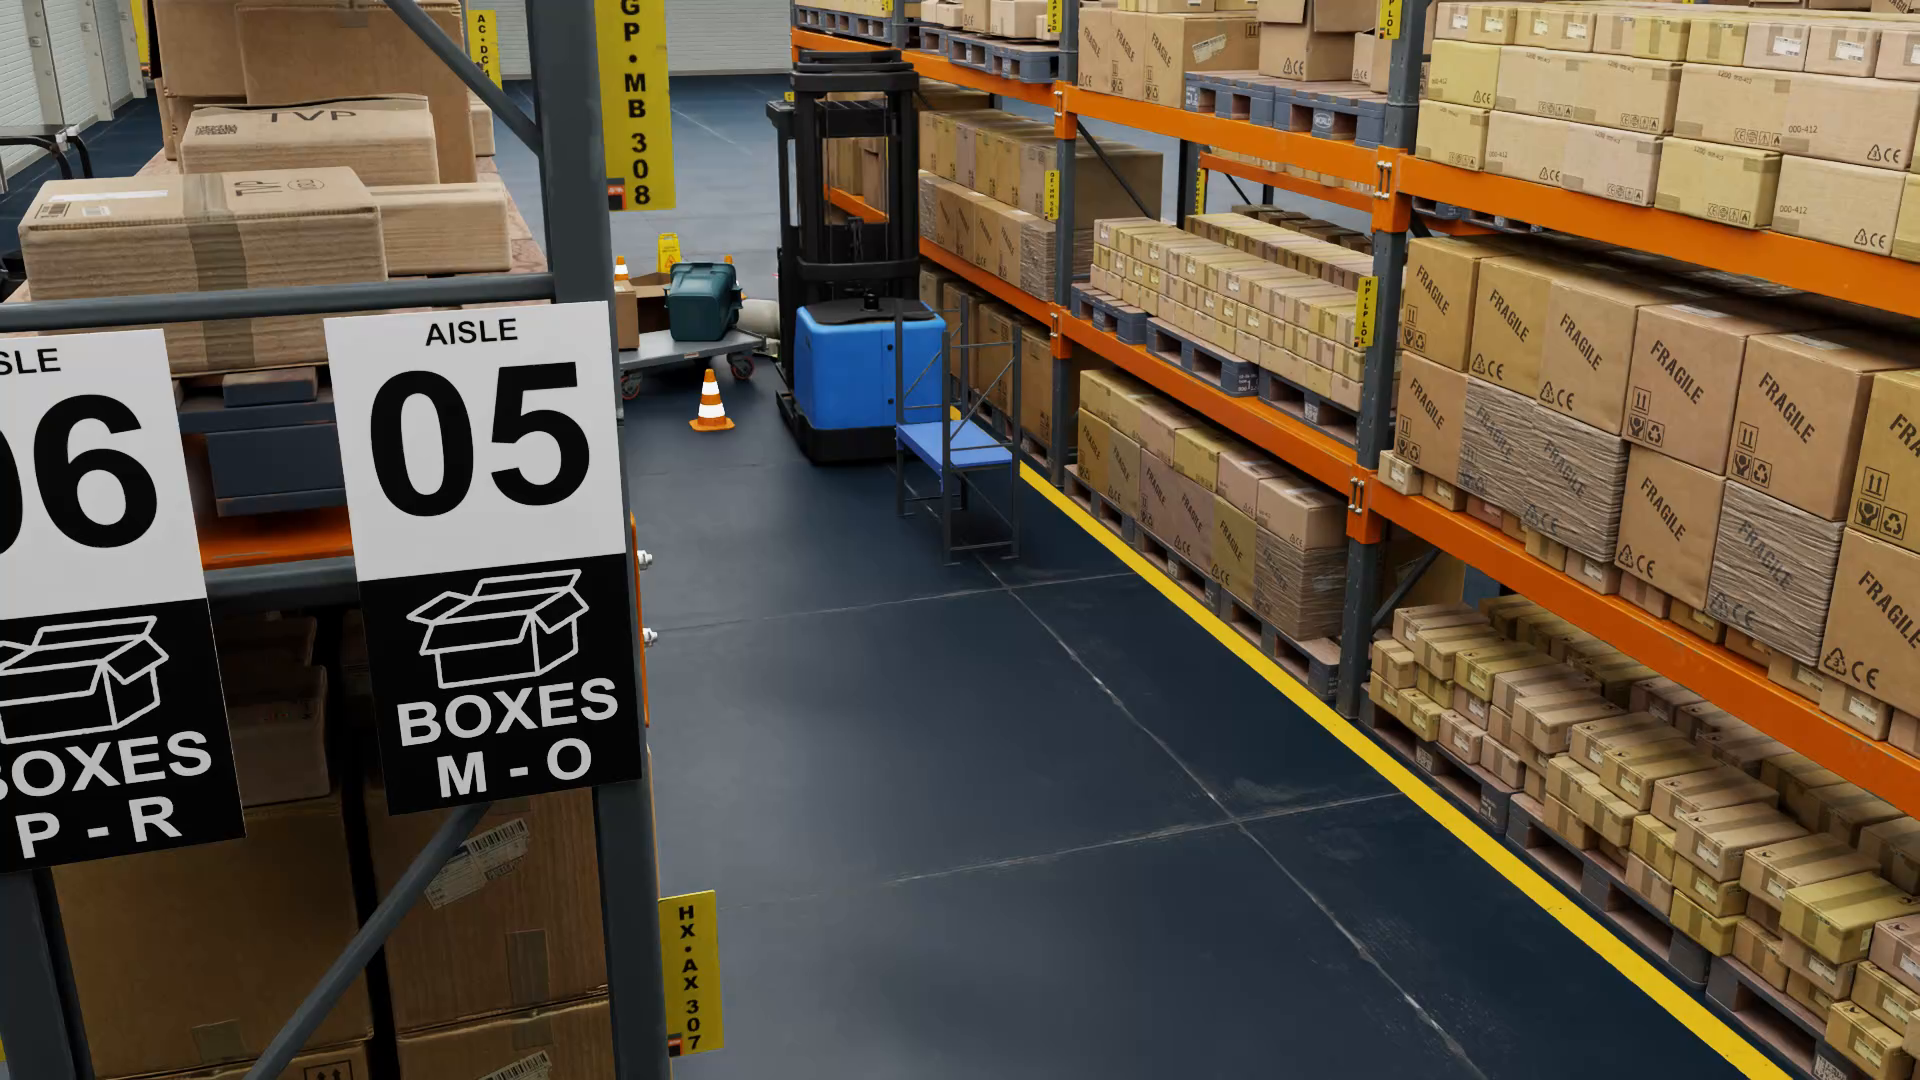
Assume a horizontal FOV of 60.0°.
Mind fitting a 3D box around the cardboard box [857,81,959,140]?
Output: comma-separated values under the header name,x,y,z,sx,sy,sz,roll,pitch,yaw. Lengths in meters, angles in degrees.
name,x,y,z,sx,sy,sz,roll,pitch,yaw
cardboard box,-0.514,-4.191,16.329,0.875,0.550,0.550,-6,21,-17

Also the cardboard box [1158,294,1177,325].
name,x,y,z,sx,sy,sz,roll,pitch,yaw
cardboard box,1.440,-1.425,10.196,0.380,0.149,0.250,-6,21,-15

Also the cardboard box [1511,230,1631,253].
name,x,y,z,sx,sy,sz,roll,pitch,yaw
cardboard box,2.811,-1.107,7.493,0.500,0.500,0.500,-7,21,-19

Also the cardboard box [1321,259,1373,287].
name,x,y,z,sx,sy,sz,roll,pitch,yaw
cardboard box,2.312,-1.521,9.583,0.380,0.149,0.250,-6,21,-15

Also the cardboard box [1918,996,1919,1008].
name,x,y,z,sx,sy,sz,roll,pitch,yaw
cardboard box,3.257,1.434,5.204,0.380,0.149,0.250,-6,21,-17

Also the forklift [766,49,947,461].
name,x,y,z,sx,sy,sz,roll,pitch,yaw
forklift,-0.922,-2.427,13.338,1.130,2.935,3.031,-5,20,-13

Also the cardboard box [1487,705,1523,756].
name,x,y,z,sx,sy,sz,roll,pitch,yaw
cardboard box,2.574,0.816,7.363,0.380,0.149,0.250,-7,21,-20

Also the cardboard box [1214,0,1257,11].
name,x,y,z,sx,sy,sz,roll,pitch,yaw
cardboard box,1.698,-3.409,10.251,0.396,0.266,0.258,-6,21,-17

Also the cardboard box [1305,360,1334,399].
name,x,y,z,sx,sy,sz,roll,pitch,yaw
cardboard box,2.011,-0.840,8.569,0.380,0.149,0.250,-6,21,-17

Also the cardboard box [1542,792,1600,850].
name,x,y,z,sx,sy,sz,roll,pitch,yaw
cardboard box,2.662,1.136,6.912,0.380,0.149,0.250,-7,21,-19

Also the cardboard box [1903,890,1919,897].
name,x,y,z,sx,sy,sz,roll,pitch,yaw
cardboard box,3.572,1.264,6.115,0.380,0.149,0.250,-6,21,-16

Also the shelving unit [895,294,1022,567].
name,x,y,z,sx,sy,sz,roll,pitch,yaw
shelving unit,-0.027,-0.733,10.739,0.538,1.500,1.048,-6,21,-17

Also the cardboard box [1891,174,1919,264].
name,x,y,z,sx,sy,sz,roll,pitch,yaw
cardboard box,3.102,-0.909,4.796,0.500,0.250,0.500,-6,21,-17

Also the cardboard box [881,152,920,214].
name,x,y,z,sx,sy,sz,roll,pitch,yaw
cardboard box,-0.235,-3.326,15.517,0.875,0.550,0.550,-6,21,-17

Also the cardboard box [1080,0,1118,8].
name,x,y,z,sx,sy,sz,roll,pitch,yaw
cardboard box,1.131,-3.725,11.775,0.500,0.311,0.500,-6,21,-17

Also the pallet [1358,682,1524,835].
name,x,y,z,sx,sy,sz,roll,pitch,yaw
pallet,2.651,0.953,7.951,1.003,0.211,1.213,-6,21,-17

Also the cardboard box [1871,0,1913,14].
name,x,y,z,sx,sy,sz,roll,pitch,yaw
cardboard box,6.504,-3.550,11.156,0.500,0.500,0.500,-5,20,-14

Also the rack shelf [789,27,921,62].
name,x,y,z,sx,sy,sz,roll,pitch,yaw
rack shelf,-0.737,-4.853,16.618,1.077,0.370,4.000,-6,21,-17

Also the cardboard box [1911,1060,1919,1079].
name,x,y,z,sx,sy,sz,roll,pitch,yaw
cardboard box,3.300,1.710,5.315,0.380,0.149,0.250,-6,21,-16

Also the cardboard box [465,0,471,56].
name,x,y,z,sx,sy,sz,roll,pitch,yaw
cardboard box,-2.263,-1.983,6.793,0.500,0.500,0.500,-7,21,-18

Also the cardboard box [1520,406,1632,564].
name,x,y,z,sx,sy,sz,roll,pitch,yaw
cardboard box,2.609,-0.249,6.584,0.500,0.500,0.500,-7,21,-18

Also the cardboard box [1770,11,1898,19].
name,x,y,z,sx,sy,sz,roll,pitch,yaw
cardboard box,3.195,-1.852,6.089,0.380,0.149,0.250,-7,21,-18

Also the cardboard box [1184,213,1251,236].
name,x,y,z,sx,sy,sz,roll,pitch,yaw
cardboard box,1.738,-2.106,11.211,0.380,0.149,0.250,-7,21,-19

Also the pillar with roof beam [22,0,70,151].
name,x,y,z,sx,sy,sz,roll,pitch,yaw
pillar with roof beam,-12.951,-12.073,31.217,9.100,9.000,0.400,-6,21,-17

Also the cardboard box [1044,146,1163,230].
name,x,y,z,sx,sy,sz,roll,pitch,yaw
cardboard box,1.018,-2.517,11.861,0.700,0.500,0.500,-7,21,-17

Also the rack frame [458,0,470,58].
name,x,y,z,sx,sy,sz,roll,pitch,yaw
rack frame,-2.261,-2.836,5.500,1.000,3.000,0.127,-6,21,-17

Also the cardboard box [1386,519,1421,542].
name,x,y,z,sx,sy,sz,roll,pitch,yaw
cardboard box,2.425,-0.210,9.032,0.500,0.250,0.500,-7,21,-20

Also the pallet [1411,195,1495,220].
name,x,y,z,sx,sy,sz,roll,pitch,yaw
pallet,4.734,-3.282,15.900,1.003,0.211,1.213,-6,21,-17

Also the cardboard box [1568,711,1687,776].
name,x,y,z,sx,sy,sz,roll,pitch,yaw
cardboard box,2.745,0.846,6.839,0.380,0.149,0.250,-7,21,-19

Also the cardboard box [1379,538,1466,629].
name,x,y,z,sx,sy,sz,roll,pitch,yaw
cardboard box,2.426,0.142,9.159,0.500,0.500,0.500,-6,20,-15

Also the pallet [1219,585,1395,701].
name,x,y,z,sx,sy,sz,roll,pitch,yaw
pallet,2.160,0.492,9.236,1.003,0.211,1.213,-6,21,-17

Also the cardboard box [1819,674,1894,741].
name,x,y,z,sx,sy,sz,roll,pitch,yaw
cardboard box,3.055,0.514,5.420,0.380,0.149,0.250,-6,21,-16

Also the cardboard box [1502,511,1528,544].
name,x,y,z,sx,sy,sz,roll,pitch,yaw
cardboard box,2.550,-0.084,7.086,0.380,0.149,0.250,-7,21,-20

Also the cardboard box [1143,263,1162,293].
name,x,y,z,sx,sy,sz,roll,pitch,yaw
cardboard box,1.364,-1.645,10.368,0.380,0.149,0.250,-6,21,-17

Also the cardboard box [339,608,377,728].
name,x,y,z,sx,sy,sz,roll,pitch,yaw
cardboard box,-1.002,0.228,3.257,0.380,0.149,0.250,-6,21,-16

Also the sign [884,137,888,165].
name,x,y,z,sx,sy,sz,roll,pitch,yaw
sign,-0.634,-3.524,14.891,0.100,0.325,0.005,-6,21,-17

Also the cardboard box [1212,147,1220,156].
name,x,y,z,sx,sy,sz,roll,pitch,yaw
cardboard box,3.238,-4.682,19.885,0.380,0.149,0.250,-6,21,-17

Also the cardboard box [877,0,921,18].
name,x,y,z,sx,sy,sz,roll,pitch,yaw
cardboard box,-0.526,-4.759,14.895,0.380,0.149,0.250,-6,21,-17

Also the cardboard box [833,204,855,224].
name,x,y,z,sx,sy,sz,roll,pitch,yaw
cardboard box,-0.811,-3.127,17.707,0.875,0.875,0.875,-7,21,-18

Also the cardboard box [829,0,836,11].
name,x,y,z,sx,sy,sz,roll,pitch,yaw
cardboard box,-1.084,-5.329,16.482,0.380,0.149,0.250,-6,21,-17

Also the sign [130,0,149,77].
name,x,y,z,sx,sy,sz,roll,pitch,yaw
sign,-2.773,-1.755,5.698,0.100,0.325,0.005,-6,21,-17

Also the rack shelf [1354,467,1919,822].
name,x,y,z,sx,sy,sz,roll,pitch,yaw
rack shelf,3.035,0.409,6.404,1.077,0.370,4.000,-6,21,-17

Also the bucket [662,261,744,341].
name,x,y,z,sx,sy,sz,roll,pitch,yaw
bucket,-2.339,-2.112,14.953,0.726,0.611,0.620,1,30,2

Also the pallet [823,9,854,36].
name,x,y,z,sx,sy,sz,roll,pitch,yaw
pallet,-0.735,-5.163,16.547,1.003,0.211,1.213,-6,21,-17

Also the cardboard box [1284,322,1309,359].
name,x,y,z,sx,sy,sz,roll,pitch,yaw
cardboard box,1.935,-1.062,8.745,0.380,0.149,0.250,-5,20,-15

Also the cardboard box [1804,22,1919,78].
name,x,y,z,sx,sy,sz,roll,pitch,yaw
cardboard box,2.908,-1.541,5.225,0.380,0.149,0.250,-6,21,-16

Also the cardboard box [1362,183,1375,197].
name,x,y,z,sx,sy,sz,roll,pitch,yaw
cardboard box,4.286,-3.552,16.741,0.380,0.149,0.250,-6,21,-17

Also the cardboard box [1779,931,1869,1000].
name,x,y,z,sx,sy,sz,roll,pitch,yaw
cardboard box,3.062,1.411,5.707,0.380,0.149,0.250,-7,21,-19

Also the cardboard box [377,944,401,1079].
name,x,y,z,sx,sy,sz,roll,pitch,yaw
cardboard box,-1.550,0.934,3.729,0.500,0.500,0.500,-7,21,-18

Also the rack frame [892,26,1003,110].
name,x,y,z,sx,sy,sz,roll,pitch,yaw
rack frame,-0.108,-3.138,15.217,1.000,3.000,0.127,-6,21,-17

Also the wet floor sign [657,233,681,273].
name,x,y,z,sx,sy,sz,roll,pitch,yaw
wet floor sign,-3.254,-3.113,18.629,0.267,0.644,0.232,-10,22,-27

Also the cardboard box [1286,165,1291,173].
name,x,y,z,sx,sy,sz,roll,pitch,yaw
cardboard box,3.822,-4.124,18.332,0.380,0.149,0.250,-6,21,-17

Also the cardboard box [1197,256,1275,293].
name,x,y,z,sx,sy,sz,roll,pitch,yaw
cardboard box,1.600,-1.543,9.646,0.380,0.149,0.250,-7,21,-18

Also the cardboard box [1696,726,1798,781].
name,x,y,z,sx,sy,sz,roll,pitch,yaw
cardboard box,3.219,0.882,6.741,0.380,0.149,0.250,-6,21,-17

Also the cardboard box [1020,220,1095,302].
name,x,y,z,sx,sy,sz,roll,pitch,yaw
cardboard box,0.753,-2.018,11.949,0.500,0.500,0.500,-6,21,-17

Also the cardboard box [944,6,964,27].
name,x,y,z,sx,sy,sz,roll,pitch,yaw
cardboard box,0.086,-4.199,13.335,0.380,0.149,0.250,-6,21,-17

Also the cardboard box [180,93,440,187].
name,x,y,z,sx,sy,sz,roll,pitch,yaw
cardboard box,-1.427,-0.829,3.713,0.500,0.311,0.500,-6,21,-16

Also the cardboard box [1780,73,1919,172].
name,x,y,z,sx,sy,sz,roll,pitch,yaw
cardboard box,2.957,-1.313,5.180,0.500,0.250,0.500,-6,21,-16
